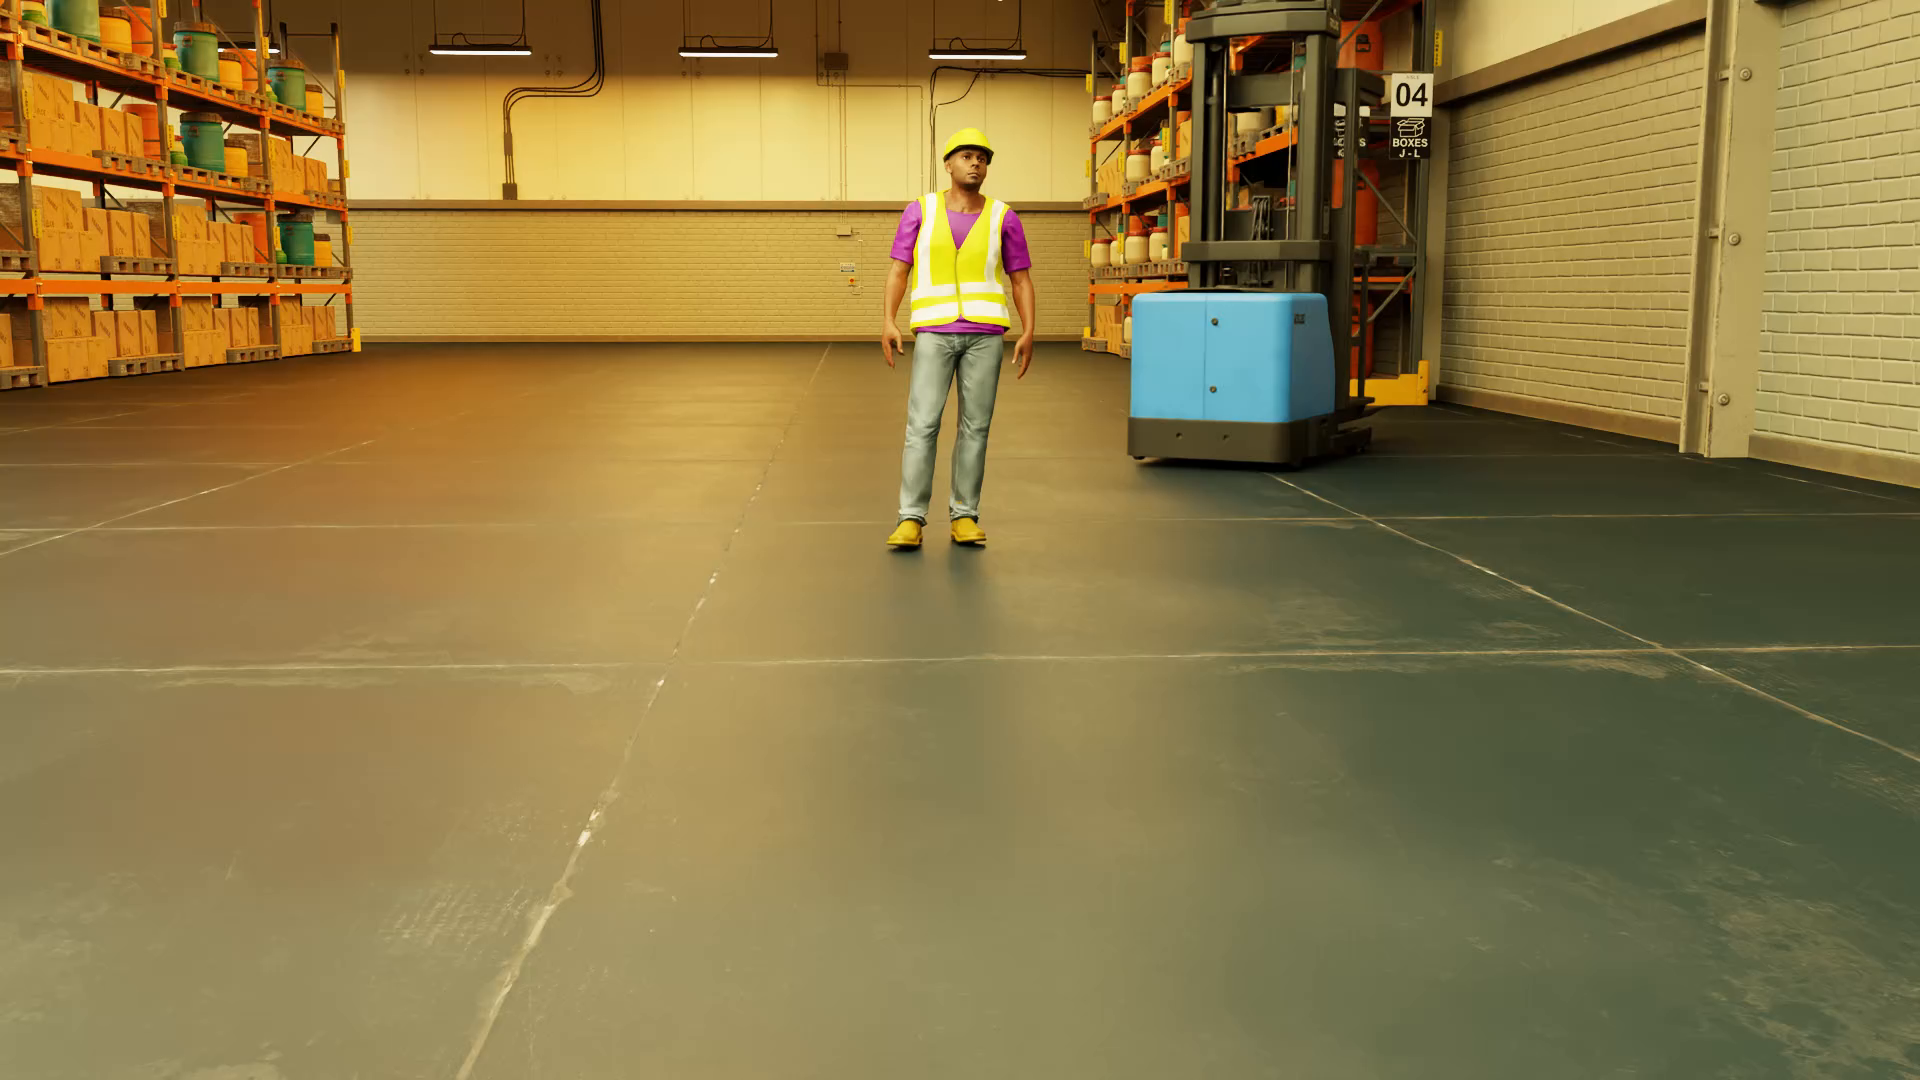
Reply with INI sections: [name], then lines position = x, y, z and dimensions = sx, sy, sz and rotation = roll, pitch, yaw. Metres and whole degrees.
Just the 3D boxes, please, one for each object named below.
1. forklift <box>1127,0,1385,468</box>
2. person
[forklift]
position = 2.187, -2.064, 11.231
dimensions = 1.130, 2.935, 3.031
rotation = 4, 10, 28
[person]
position = -0.001, -0.870, 7.110
dimensions = 0.666, 1.768, 0.575
rotation = -1, 8, -4
